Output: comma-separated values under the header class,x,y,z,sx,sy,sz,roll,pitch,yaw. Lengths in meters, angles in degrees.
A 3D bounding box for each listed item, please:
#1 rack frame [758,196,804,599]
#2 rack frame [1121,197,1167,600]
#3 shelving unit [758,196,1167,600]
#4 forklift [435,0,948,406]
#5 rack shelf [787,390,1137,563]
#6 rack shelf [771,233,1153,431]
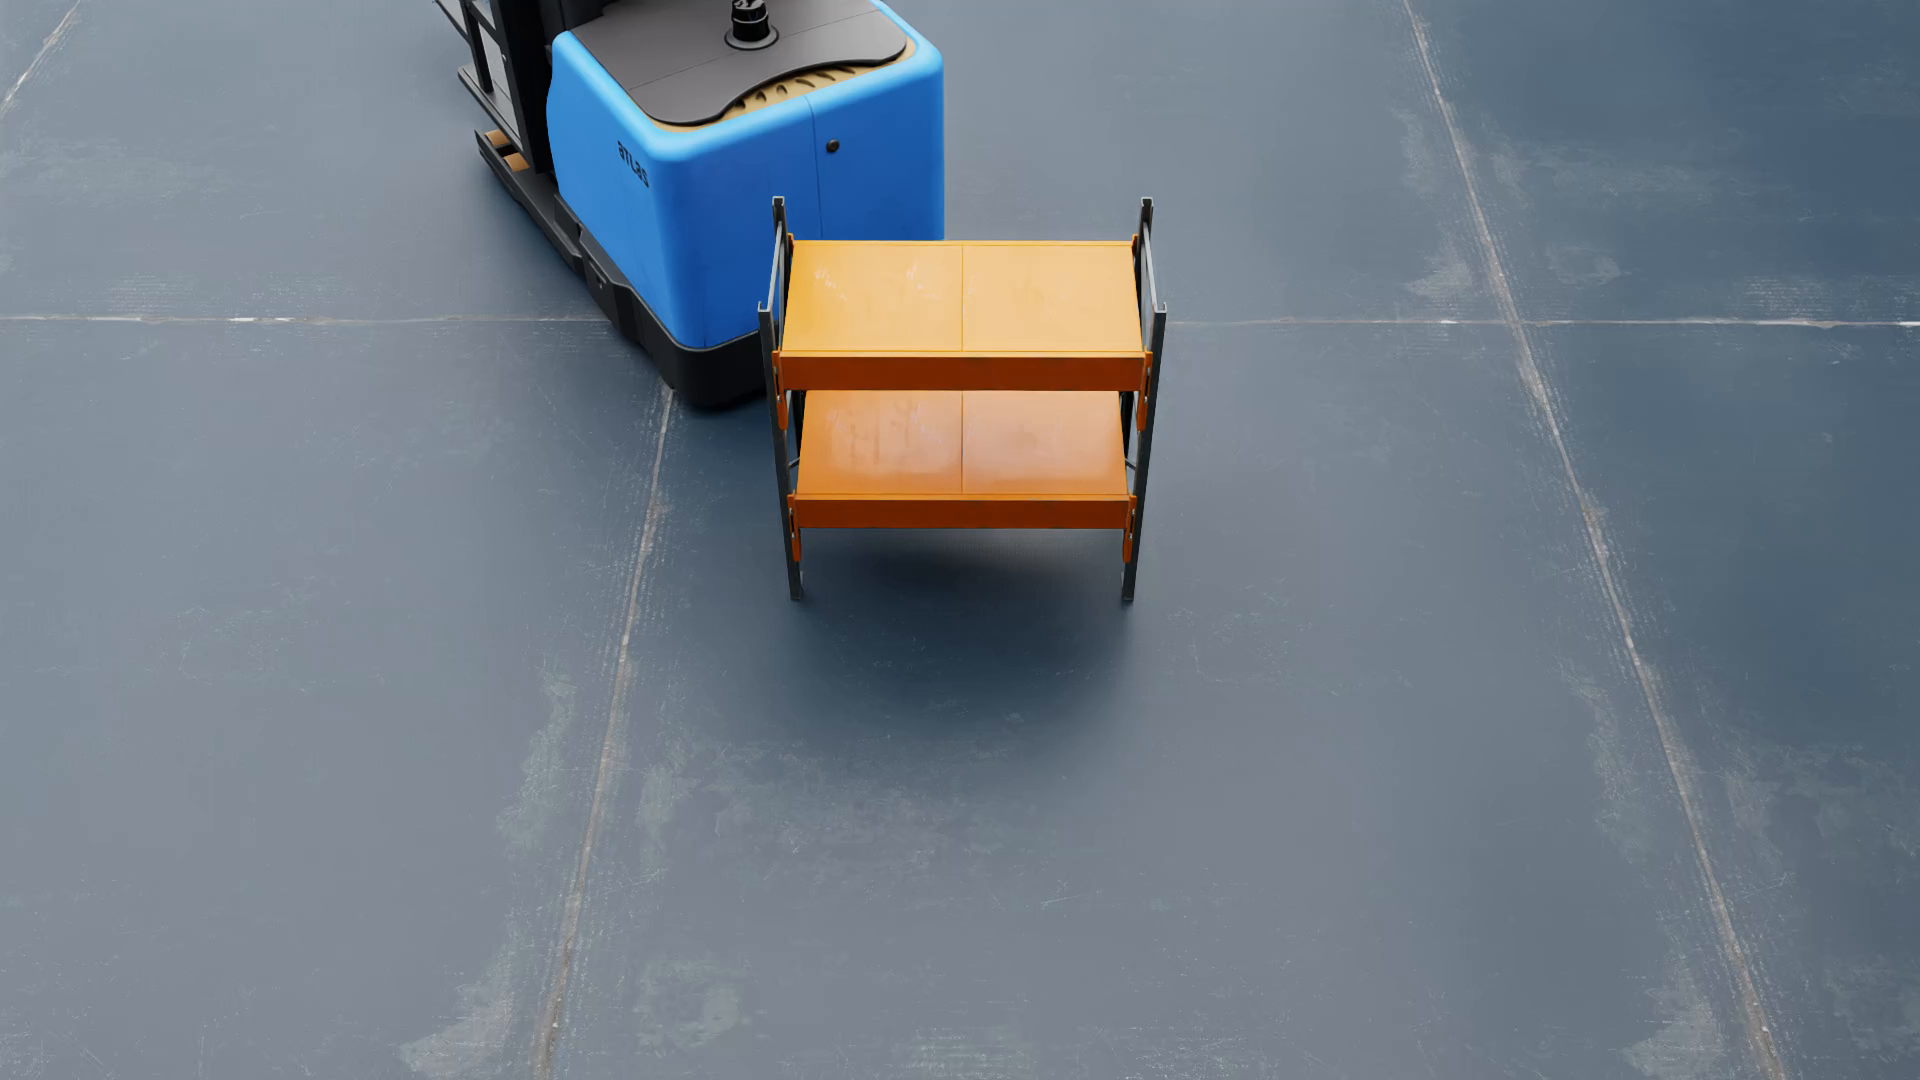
class,x,y,z,sx,sy,sz,roll,pitch,yaw
rack frame,-0.502,-0.385,4.840,0.032,1.125,0.500,0,47,0
rack frame,0.515,-0.382,4.837,0.032,1.125,0.500,0,47,0
shelving unit,0.007,-0.383,4.838,1.048,1.125,0.538,0,47,0
forklift,-1.251,-2.510,5.584,1.130,2.935,3.031,-25,52,-21
rack shelf,0.007,-0.217,5.017,1.000,0.278,0.538,0,47,0
rack shelf,0.007,-0.583,4.624,1.000,0.278,0.538,0,47,0
